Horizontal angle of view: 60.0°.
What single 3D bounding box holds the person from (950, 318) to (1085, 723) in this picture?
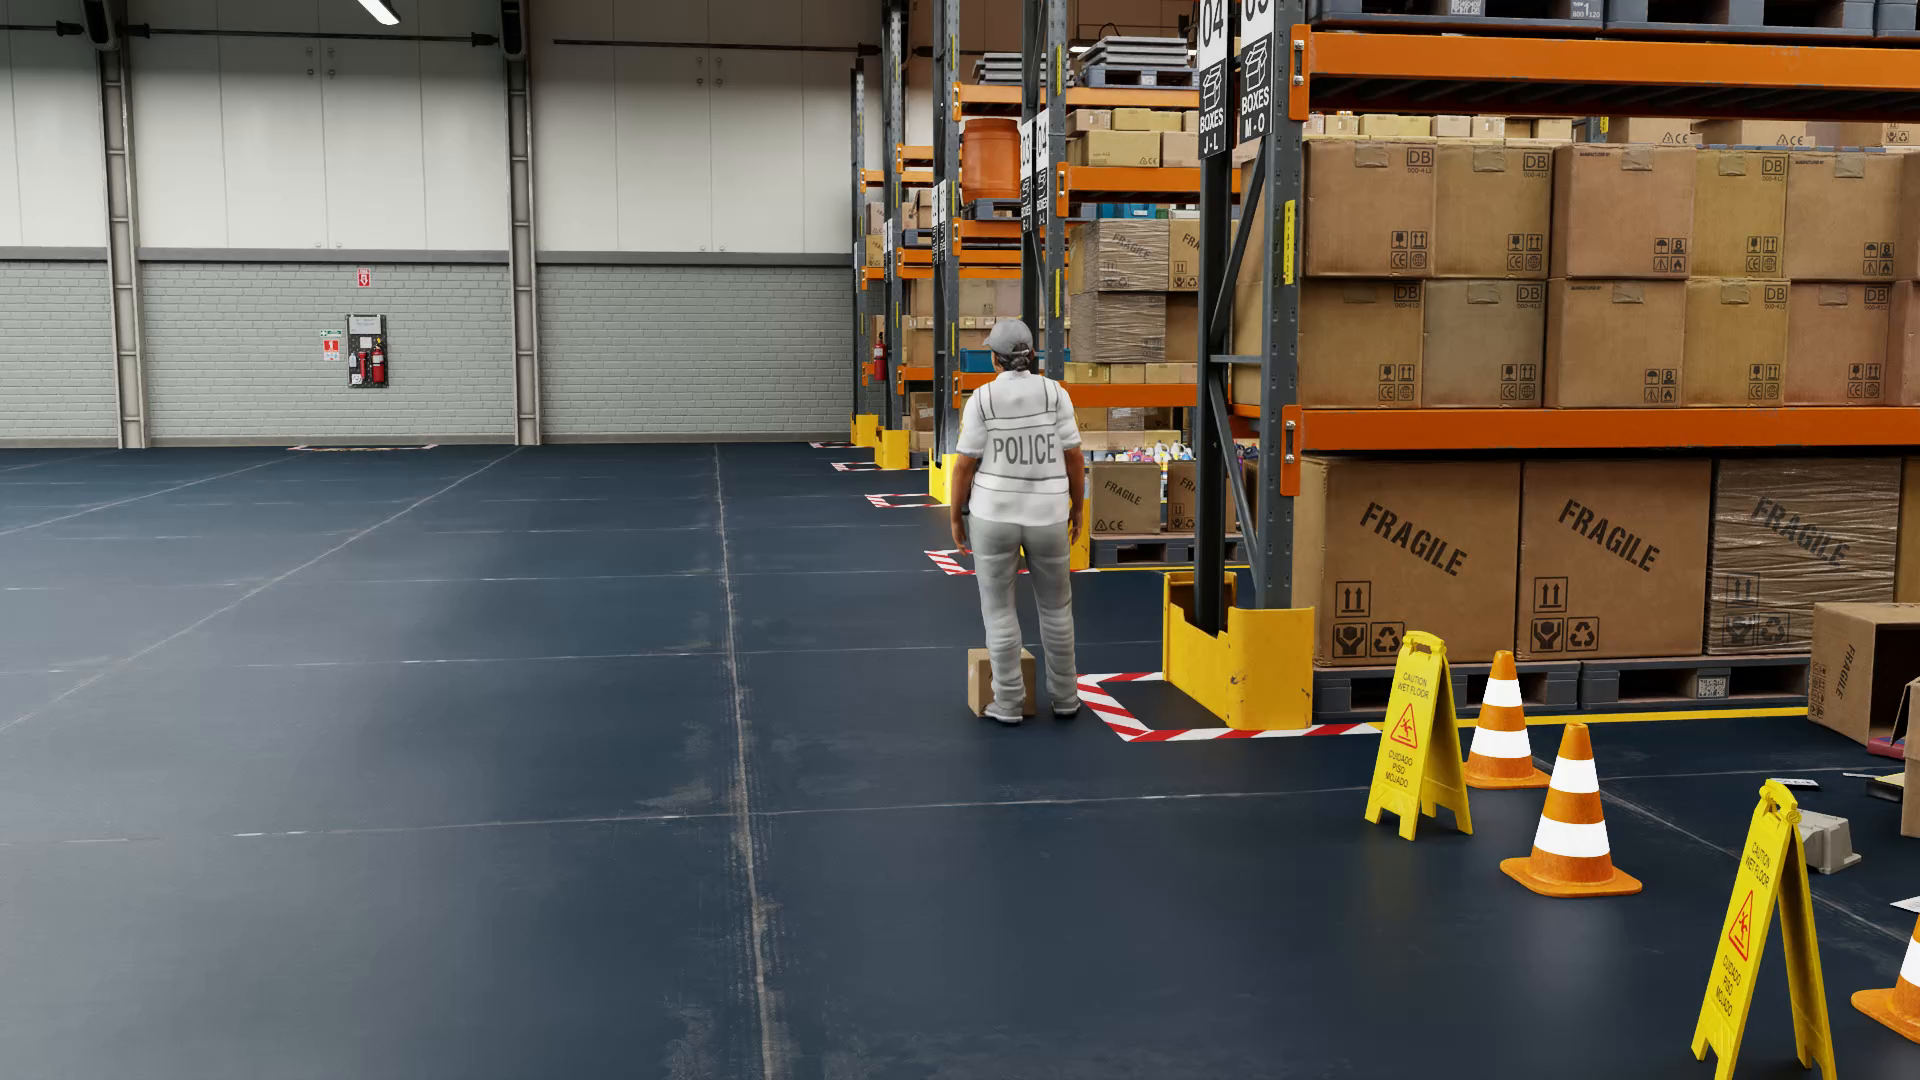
[{"bbox_3d":[0.247,-0.079,6.913,0.598,1.669,0.529,-1,7,-7],"label":"person"}]
